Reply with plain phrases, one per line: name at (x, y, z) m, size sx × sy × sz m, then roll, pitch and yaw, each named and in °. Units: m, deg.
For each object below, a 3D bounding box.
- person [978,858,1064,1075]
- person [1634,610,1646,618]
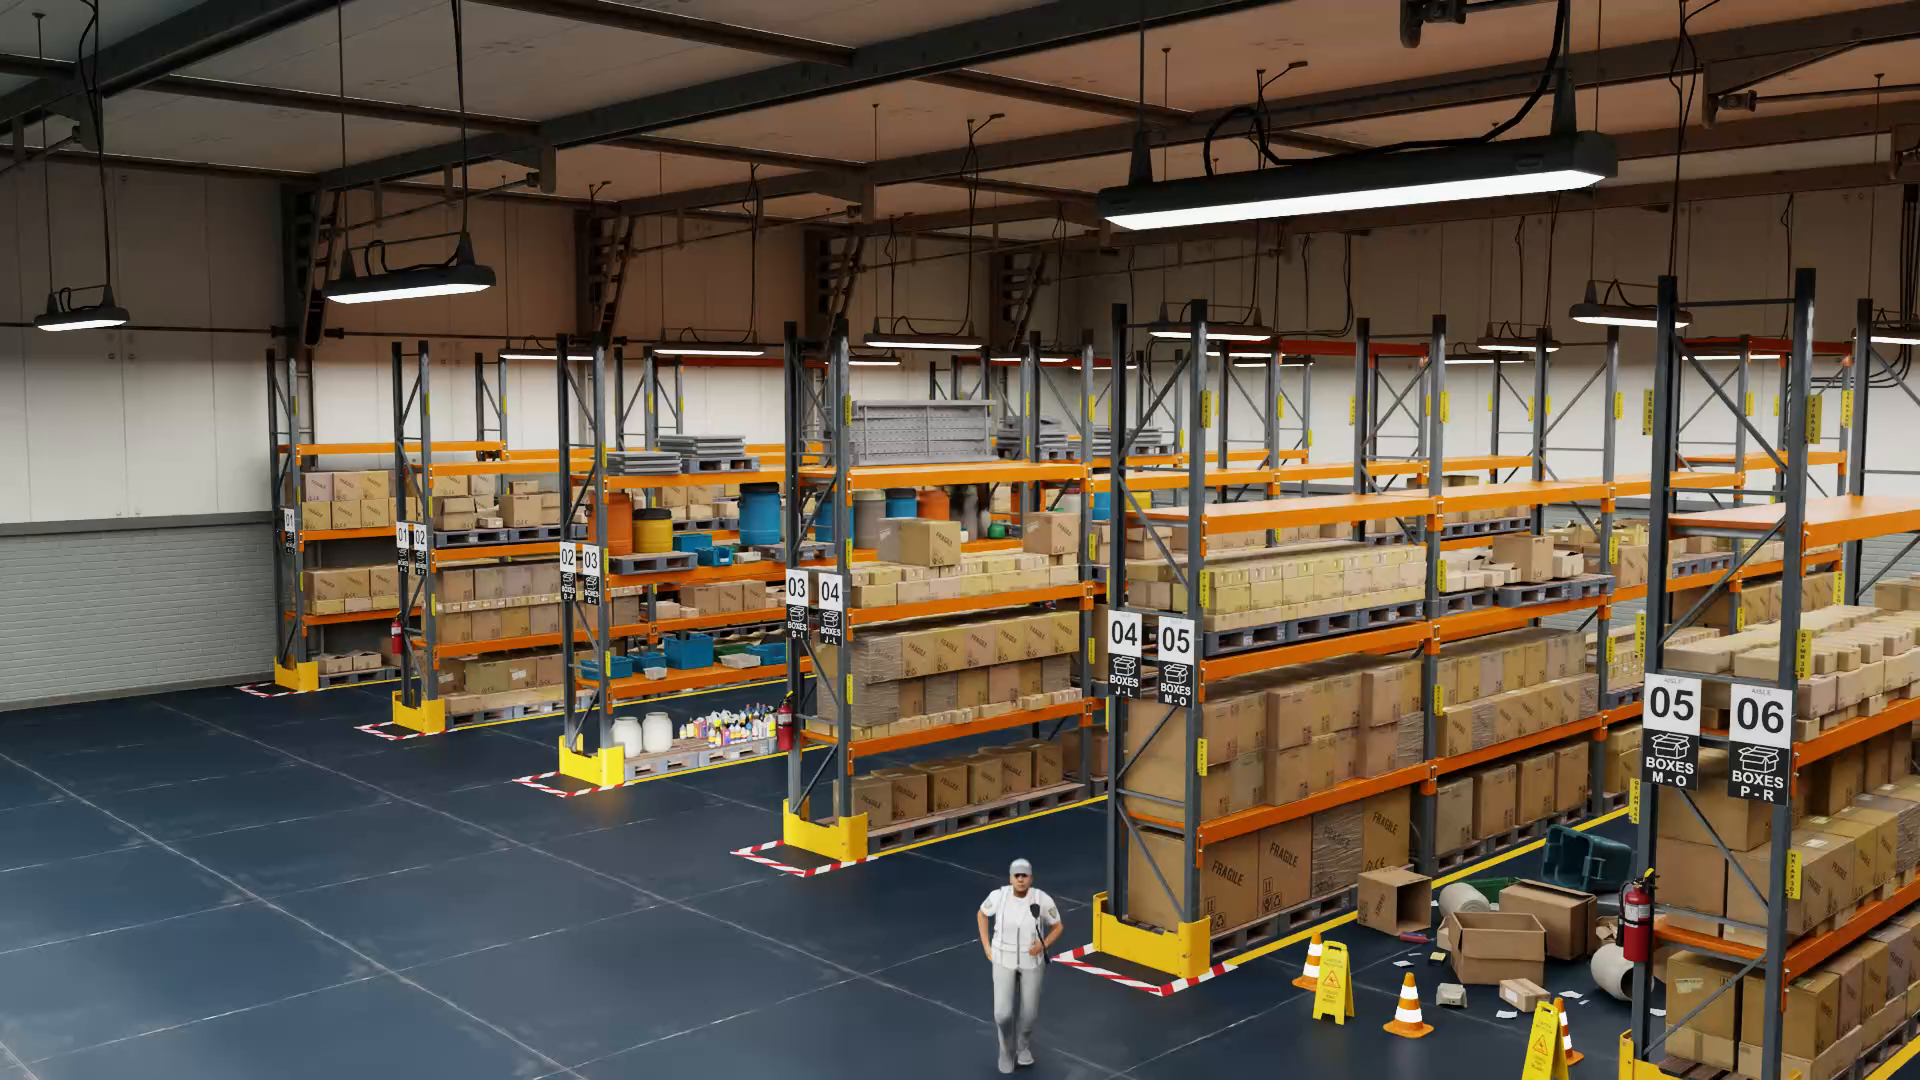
person at (0.458, 3.261, 12.692) m, size 0.662 × 1.686 × 0.576 m, roll 0°, pitch 5°, yaw 3°
person at (10.802, 2.018, 26.365) m, size 0.727 × 1.830 × 0.704 m, roll -4°, pitch 7°, yaw -41°
